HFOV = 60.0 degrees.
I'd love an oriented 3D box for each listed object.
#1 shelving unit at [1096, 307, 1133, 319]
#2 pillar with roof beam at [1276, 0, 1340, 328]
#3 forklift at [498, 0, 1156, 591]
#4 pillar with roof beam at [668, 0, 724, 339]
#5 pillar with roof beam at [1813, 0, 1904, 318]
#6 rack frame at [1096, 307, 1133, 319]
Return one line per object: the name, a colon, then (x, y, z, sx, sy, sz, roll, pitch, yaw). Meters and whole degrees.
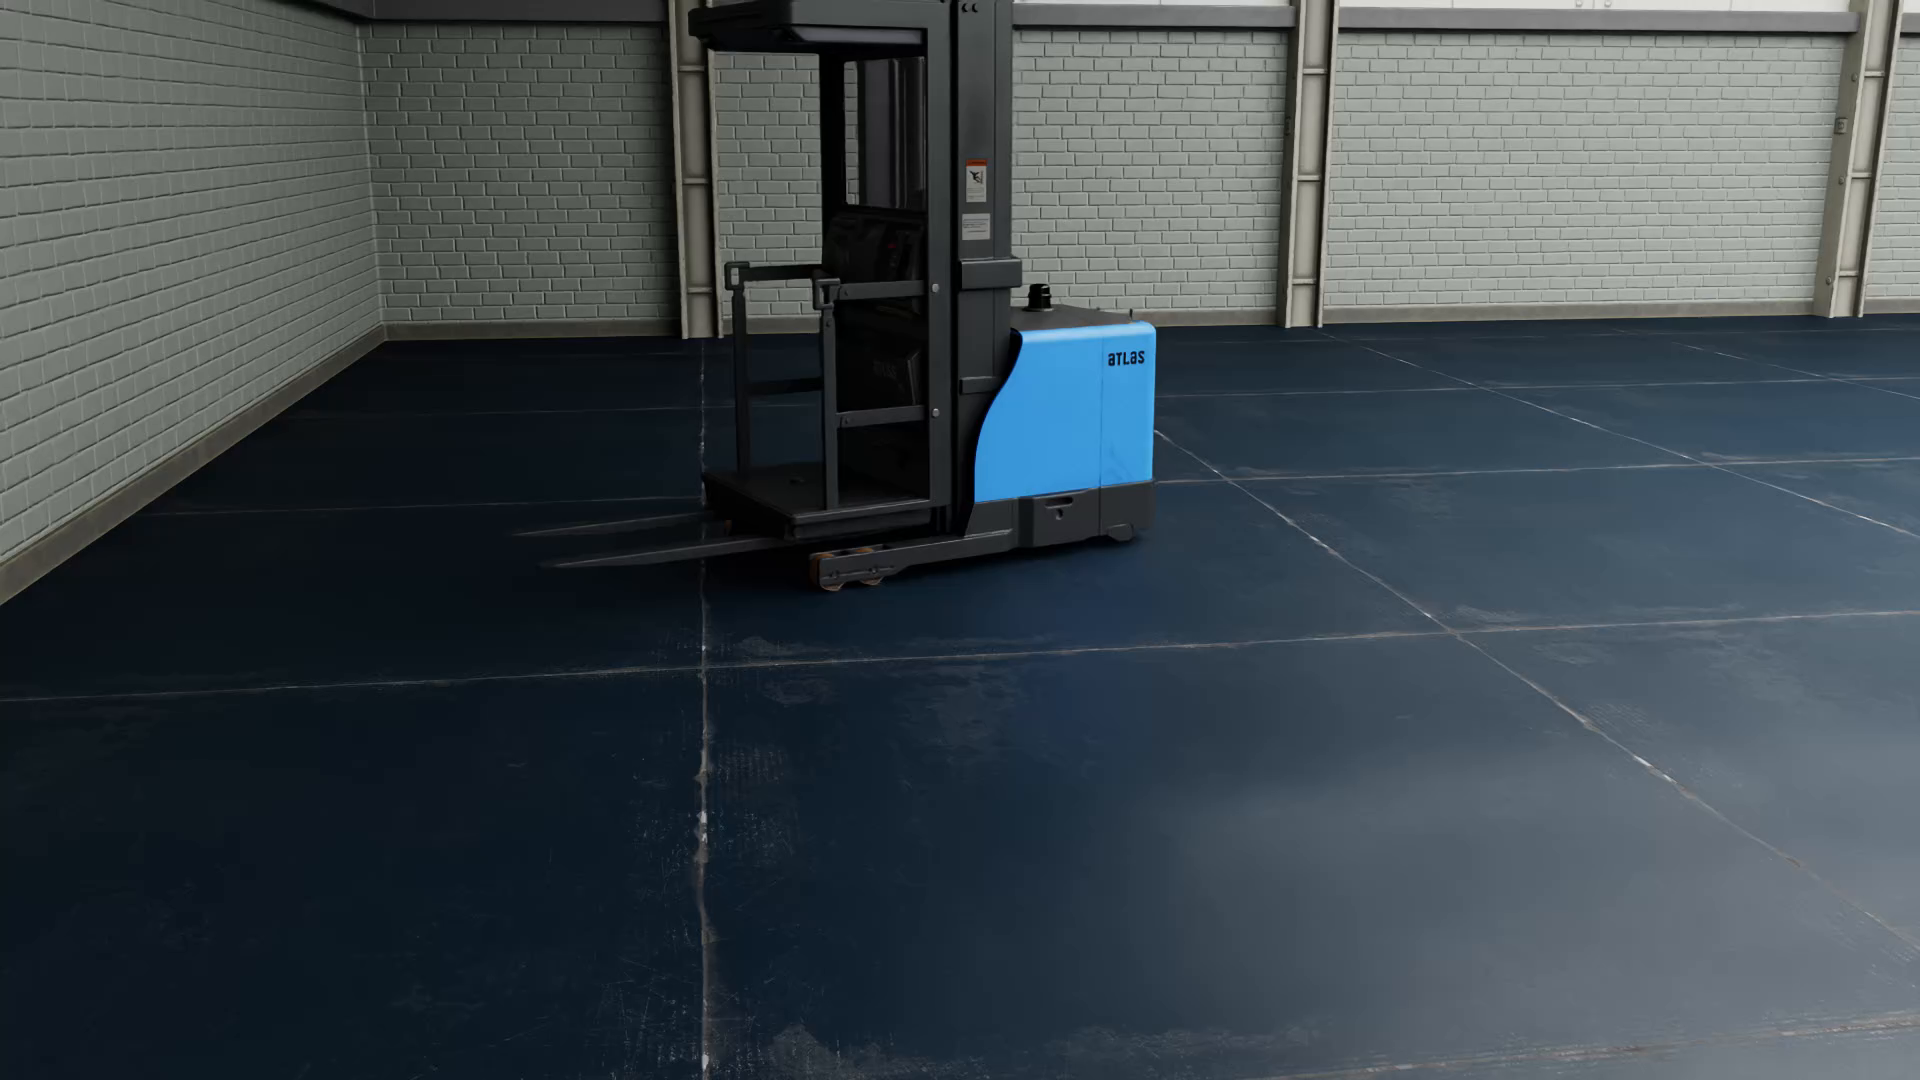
shelving unit: (0.767, -0.689, 8.807, 0.215, 1.050, 0.252, 6, 15, 21)
pillar with roof beam: (4.089, -5.512, 11.703, 0.400, 9.000, 9.100, -2, 14, -8)
forklift: (-0.579, -1.344, 7.555, 3.031, 2.935, 1.130, -8, 16, -29)
pillar with roof beam: (-1.844, -5.295, 10.836, 0.400, 9.000, 9.100, -2, 14, -8)
pillar with roof beam: (10.022, -5.730, 12.570, 0.400, 9.000, 9.100, -2, 14, -8)
rack frame: (0.812, -0.717, 8.917, 0.200, 1.050, 0.008, 6, 15, 21)
